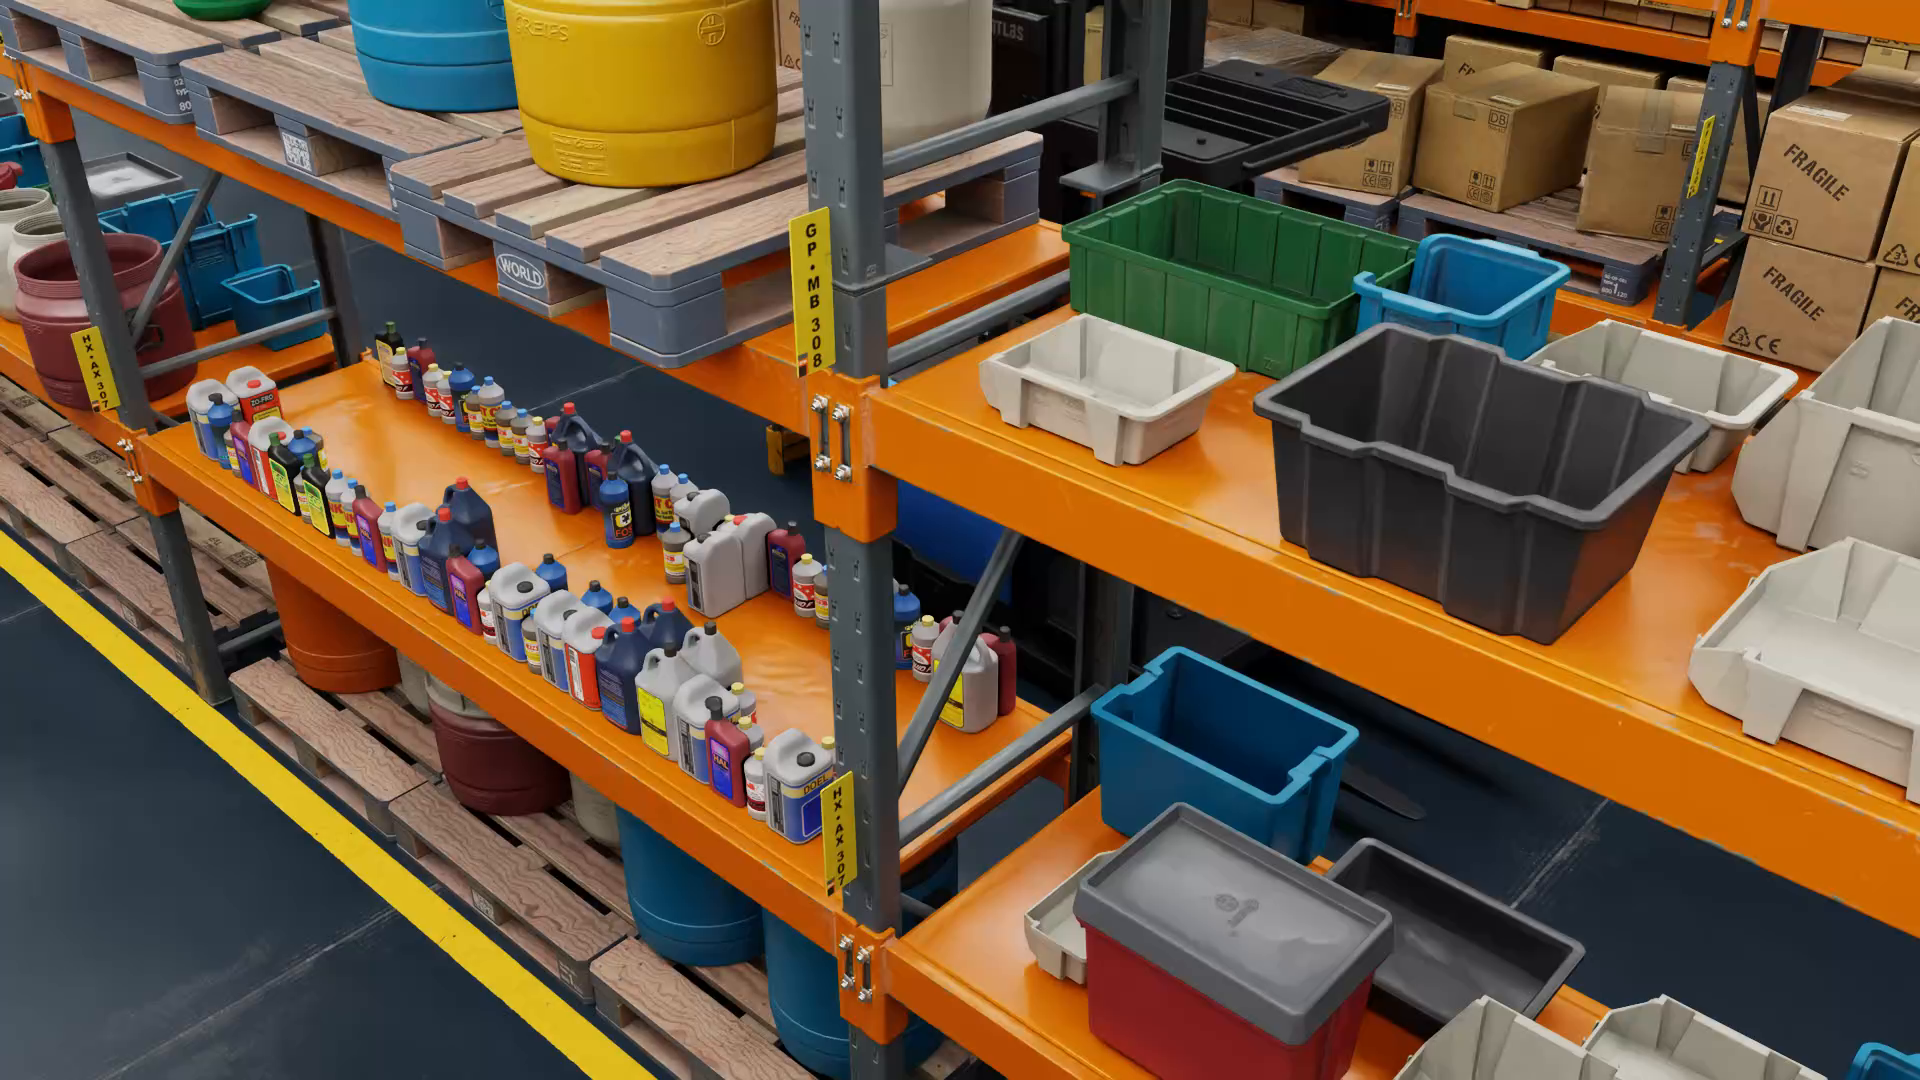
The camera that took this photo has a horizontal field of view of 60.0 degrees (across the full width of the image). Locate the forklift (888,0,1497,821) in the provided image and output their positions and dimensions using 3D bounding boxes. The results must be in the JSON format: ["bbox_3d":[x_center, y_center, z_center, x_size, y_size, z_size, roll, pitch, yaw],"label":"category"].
[{"bbox_3d":[0.895,-0.723,6.610,1.130,2.935,3.031,-26,39,-36],"label":"forklift"}]

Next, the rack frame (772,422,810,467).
[{"bbox_3d":[-0.797,-1.112,8.643,0.500,1.500,0.032,-26,39,-36],"label":"rack frame"}]

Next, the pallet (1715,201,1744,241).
[{"bbox_3d":[6.112,-2.228,11.747,1.213,0.211,1.003,25,39,35],"label":"pallet"}]

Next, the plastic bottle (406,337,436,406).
[{"bbox_3d":[-2.122,-0.674,6.574,0.133,0.283,0.061,25,39,35],"label":"plastic bottle"}]

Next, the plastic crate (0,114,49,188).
[{"bbox_3d":[-4.818,-1.895,8.505,0.575,0.384,0.392,25,39,35],"label":"plastic crate"}]

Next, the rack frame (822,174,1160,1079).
[{"bbox_3d":[0.086,0.604,4.339,0.127,3.000,1.000,25,39,35],"label":"rack frame"}]

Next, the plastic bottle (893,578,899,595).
[{"bbox_3d":[-0.272,0.224,5.089,0.135,0.276,0.152,25,39,35],"label":"plastic bottle"}]

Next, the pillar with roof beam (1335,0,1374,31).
[{"bbox_3d":[0.496,-6.274,9.946,0.400,9.000,9.100,25,39,35],"label":"pillar with roof beam"}]

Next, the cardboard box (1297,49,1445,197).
[{"bbox_3d":[2.062,-2.100,8.325,0.500,0.500,0.700,15,34,23],"label":"cardboard box"}]

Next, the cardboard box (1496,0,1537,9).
[{"bbox_3d":[4.178,-4.053,12.298,0.250,0.149,0.380,26,40,36],"label":"cardboard box"}]

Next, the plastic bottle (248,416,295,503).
[{"bbox_3d":[-2.432,-0.294,5.950,0.135,0.276,0.152,25,39,35],"label":"plastic bottle"}]

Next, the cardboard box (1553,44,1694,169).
[{"bbox_3d":[4.871,-3.218,12.364,0.750,0.750,0.750,25,39,35],"label":"cardboard box"}]

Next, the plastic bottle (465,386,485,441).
[{"bbox_3d":[-1.832,-0.491,6.349,0.097,0.201,0.097,0,31,0],"label":"plastic bottle"}]

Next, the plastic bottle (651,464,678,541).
[{"bbox_3d":[-0.999,-0.132,5.686,0.097,0.271,0.097,0,31,0],"label":"plastic bottle"}]

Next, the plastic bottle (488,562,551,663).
[{"bbox_3d":[-1.339,0.216,5.103,0.135,0.276,0.152,25,39,35],"label":"plastic bottle"}]

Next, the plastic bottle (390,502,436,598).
[{"bbox_3d":[-1.747,0.026,5.419,0.135,0.276,0.152,25,39,35],"label":"plastic bottle"}]

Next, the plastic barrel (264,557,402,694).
[{"bbox_3d":[-2.505,0.132,6.819,0.708,0.830,0.600,25,39,35],"label":"plastic barrel"}]

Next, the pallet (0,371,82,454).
[{"bbox_3d":[-5.237,-0.713,9.230,1.213,0.211,1.003,25,39,35],"label":"pallet"}]

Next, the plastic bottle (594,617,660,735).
[{"bbox_3d":[-0.952,0.368,4.778,0.185,0.351,0.144,25,39,35],"label":"plastic bottle"}]

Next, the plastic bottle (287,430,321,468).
[{"bbox_3d":[-2.324,-0.265,5.906,0.097,0.271,0.097,0,31,0],"label":"plastic bottle"}]

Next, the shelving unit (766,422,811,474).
[{"bbox_3d":[-0.445,-0.917,8.319,0.587,1.500,1.083,-26,39,-36],"label":"shelving unit"}]

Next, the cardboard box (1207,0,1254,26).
[{"bbox_3d":[2.435,-4.634,14.310,0.500,0.250,0.500,25,39,35],"label":"cardboard box"}]

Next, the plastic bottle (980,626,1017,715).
[{"bbox_3d":[0.101,0.364,4.851,0.133,0.283,0.061,25,39,35],"label":"plastic bottle"}]

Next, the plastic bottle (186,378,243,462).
[{"bbox_3d":[-2.775,-0.454,6.216,0.135,0.276,0.152,25,39,35],"label":"plastic bottle"}]

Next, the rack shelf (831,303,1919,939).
[{"bbox_3d":[1.569,0.319,2.601,4.000,0.370,1.077,25,39,35],"label":"rack shelf"}]

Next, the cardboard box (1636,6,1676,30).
[{"bbox_3d":[5.002,-3.741,11.780,0.250,0.149,0.380,25,39,35],"label":"cardboard box"}]

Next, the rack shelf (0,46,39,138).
[{"bbox_3d":[-4.362,-2.450,7.200,4.000,0.370,1.077,25,39,35],"label":"rack shelf"}]

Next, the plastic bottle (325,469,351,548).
[{"bbox_3d":[-2.095,-0.115,5.658,0.097,0.271,0.097,0,31,0],"label":"plastic bottle"}]

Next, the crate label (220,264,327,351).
[{"bbox_3d":[-2.940,-0.998,7.162,0.416,0.233,0.303,25,39,35],"label":"crate label"}]

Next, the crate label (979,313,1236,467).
[{"bbox_3d":[0.255,-0.288,3.168,0.466,0.136,0.293,25,39,35],"label":"crate label"}]

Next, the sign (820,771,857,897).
[{"bbox_3d":[-0.284,0.695,3.919,0.005,0.325,0.100,25,39,35],"label":"sign"}]

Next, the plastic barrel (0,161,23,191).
[{"bbox_3d":[-4.418,-1.405,7.543,0.433,0.535,0.433,0,31,0],"label":"plastic barrel"}]

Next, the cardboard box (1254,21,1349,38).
[{"bbox_3d":[2.896,-4.139,14.213,0.500,0.500,0.700,25,39,35],"label":"cardboard box"}]

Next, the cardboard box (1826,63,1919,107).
[{"bbox_3d":[3.962,-1.684,7.073,0.500,0.500,0.500,25,39,35],"label":"cardboard box"}]

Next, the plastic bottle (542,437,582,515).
[{"bbox_3d":[-1.405,-0.239,5.852,0.133,0.283,0.061,25,39,35],"label":"plastic bottle"}]

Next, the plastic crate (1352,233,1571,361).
[{"bbox_3d":[0.976,-0.417,3.288,0.300,0.233,0.416,25,39,35],"label":"plastic crate"}]

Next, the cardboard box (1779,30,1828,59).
[{"bbox_3d":[5.694,-3.348,11.128,0.250,0.149,0.380,25,39,35],"label":"cardboard box"}]

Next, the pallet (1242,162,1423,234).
[{"bbox_3d":[1.892,-1.920,8.717,1.213,0.211,1.003,25,39,35],"label":"pallet"}]

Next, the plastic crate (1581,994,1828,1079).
[{"bbox_3d":[1.579,1.179,3.581,0.466,0.136,0.293,25,39,35],"label":"plastic crate"}]

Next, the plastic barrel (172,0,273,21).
[{"bbox_3d":[-2.248,-1.724,5.041,0.294,0.245,0.294,0,31,0],"label":"plastic barrel"}]

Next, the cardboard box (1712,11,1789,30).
[{"bbox_3d":[5.471,-3.777,11.211,0.500,0.500,0.500,25,39,35],"label":"cardboard box"}]

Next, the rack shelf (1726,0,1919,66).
[{"bbox_3d":[4.896,-1.574,5.745,4.000,0.370,1.077,25,39,35],"label":"rack shelf"}]

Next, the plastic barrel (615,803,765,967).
[{"bbox_3d":[-0.831,0.883,5.502,0.708,0.901,0.600,25,39,35],"label":"plastic barrel"}]

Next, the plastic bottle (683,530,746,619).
[{"bbox_3d":[-0.790,0.089,5.314,0.135,0.276,0.152,25,39,35],"label":"plastic bottle"}]

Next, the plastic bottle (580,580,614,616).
[{"bbox_3d":[-1.097,0.244,5.060,0.097,0.271,0.097,0,31,0],"label":"plastic bottle"}]

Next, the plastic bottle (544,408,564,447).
[{"bbox_3d":[-1.446,-0.358,6.050,0.133,0.283,0.061,25,39,35],"label":"plastic bottle"}]

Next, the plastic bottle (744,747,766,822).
[{"bbox_3d":[-0.527,0.646,4.460,0.097,0.201,0.097,0,31,0],"label":"plastic bottle"}]

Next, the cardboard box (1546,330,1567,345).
[{"bbox_3d":[2.815,-0.848,8.747,0.500,0.500,0.500,26,39,36],"label":"cardboard box"}]

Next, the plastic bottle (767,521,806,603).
[{"bbox_3d":[-0.558,0.056,5.361,0.133,0.283,0.061,25,39,35],"label":"plastic bottle"}]
